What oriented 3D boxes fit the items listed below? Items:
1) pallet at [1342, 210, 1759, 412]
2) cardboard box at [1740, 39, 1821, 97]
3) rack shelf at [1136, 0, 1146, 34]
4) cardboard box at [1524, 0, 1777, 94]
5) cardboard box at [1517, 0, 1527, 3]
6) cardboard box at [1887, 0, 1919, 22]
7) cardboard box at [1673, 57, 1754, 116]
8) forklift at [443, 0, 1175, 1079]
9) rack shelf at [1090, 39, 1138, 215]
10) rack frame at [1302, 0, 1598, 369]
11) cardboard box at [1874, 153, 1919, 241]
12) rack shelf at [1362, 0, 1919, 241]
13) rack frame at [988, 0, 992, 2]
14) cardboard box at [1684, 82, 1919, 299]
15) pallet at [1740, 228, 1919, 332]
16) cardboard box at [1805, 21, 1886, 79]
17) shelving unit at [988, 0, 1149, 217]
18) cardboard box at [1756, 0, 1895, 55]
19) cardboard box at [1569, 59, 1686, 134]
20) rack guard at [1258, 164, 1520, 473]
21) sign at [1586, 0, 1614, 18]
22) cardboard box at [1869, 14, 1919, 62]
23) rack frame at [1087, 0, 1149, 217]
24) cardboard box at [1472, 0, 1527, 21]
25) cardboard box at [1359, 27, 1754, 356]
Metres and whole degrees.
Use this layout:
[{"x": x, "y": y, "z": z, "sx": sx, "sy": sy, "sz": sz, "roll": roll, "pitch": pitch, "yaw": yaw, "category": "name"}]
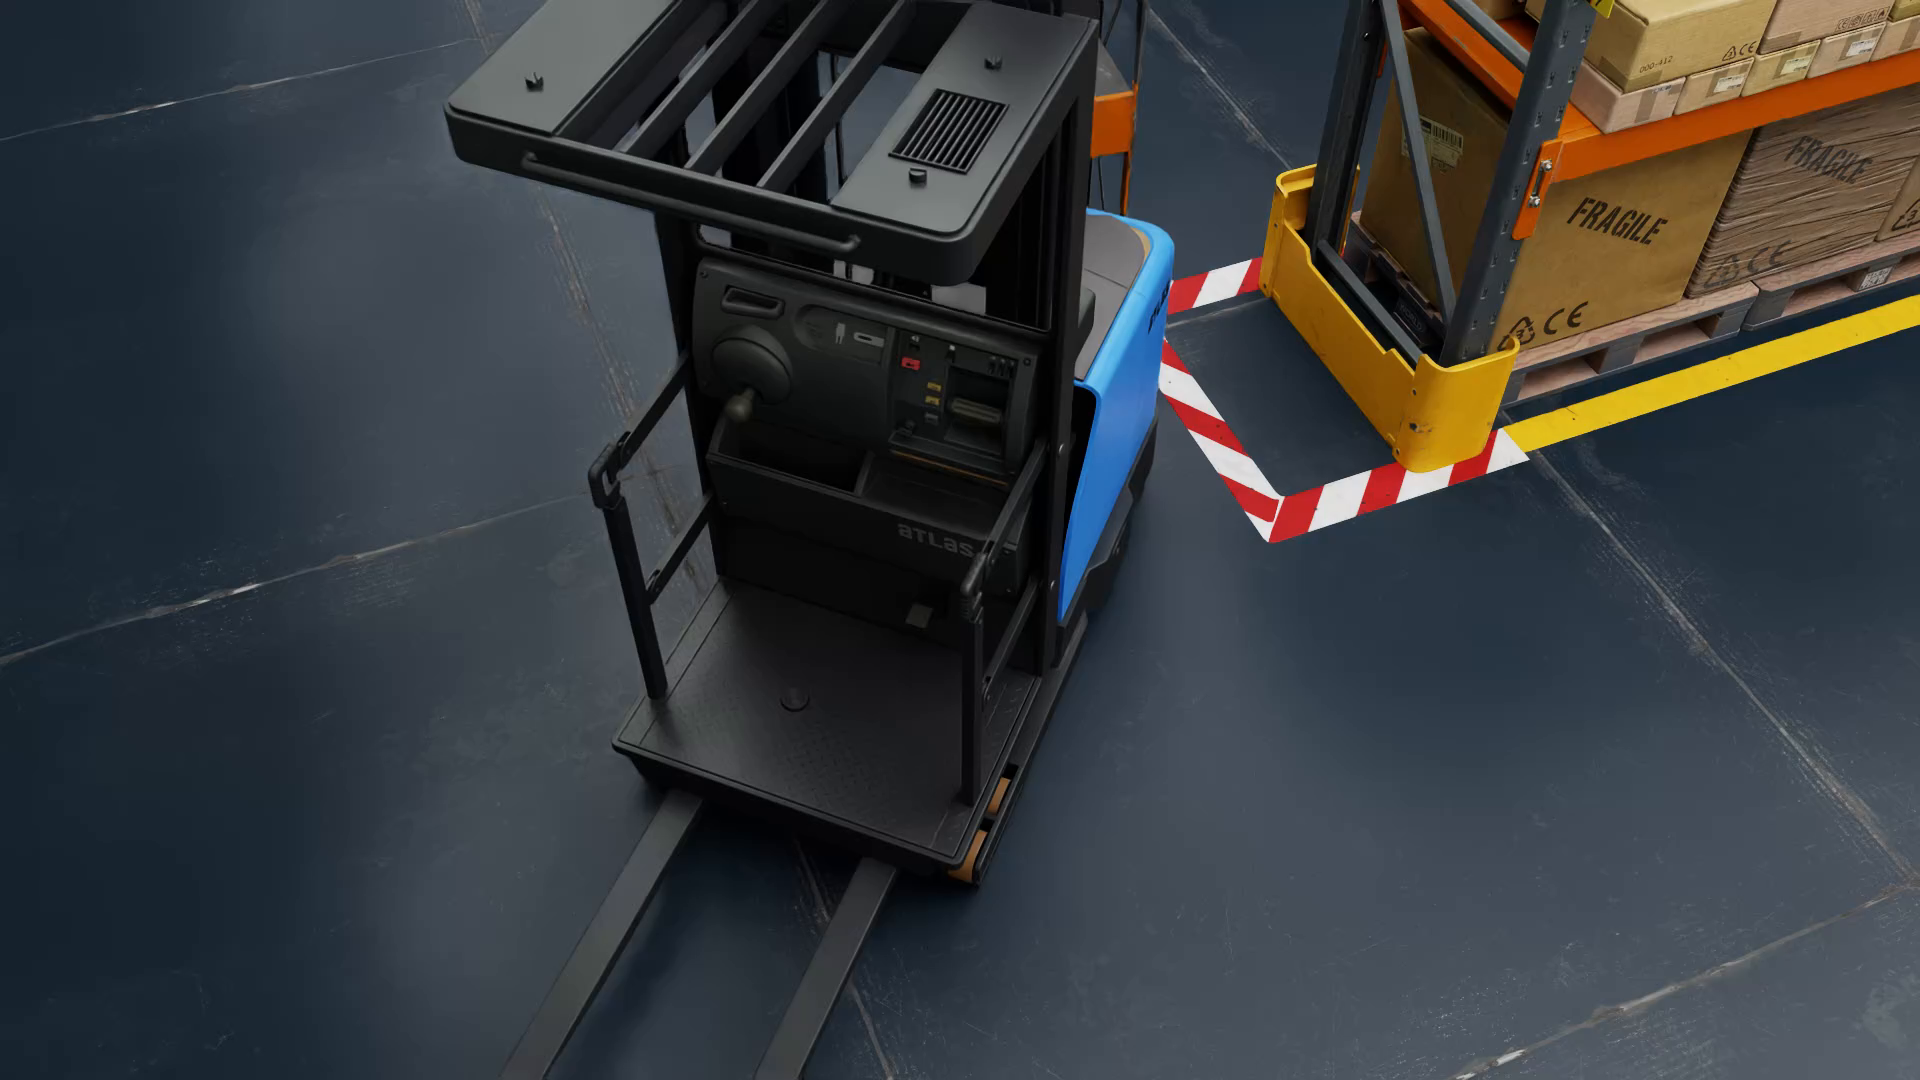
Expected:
[{"x": 2.281, "y": -1.043, "z": 6.507, "sx": 1.213, "sy": 0.211, "sz": 1.003, "roll": -17, "pitch": 52, "yaw": -14, "category": "pallet"}, {"x": 2.497, "y": -1.604, "z": 5.316, "sx": 0.250, "sy": 0.149, "sz": 0.380, "roll": -18, "pitch": 52, "yaw": -15, "category": "cardboard box"}, {"x": 0.278, "y": -1.834, "z": 5.036, "sx": 0.480, "sy": 0.518, "sz": 0.431, "roll": -12, "pitch": 50, "yaw": -10, "category": "rack shelf"}, {"x": 2.116, "y": -1.664, "z": 5.104, "sx": 0.500, "sy": 0.250, "sz": 0.500, "roll": -18, "pitch": 52, "yaw": -15, "category": "cardboard box"}, {"x": 1.918, "y": -2.041, "z": 5.428, "sx": 0.500, "sy": 0.250, "sz": 0.500, "roll": -18, "pitch": 52, "yaw": -15, "category": "cardboard box"}, {"x": 3.062, "y": -1.959, "z": 5.358, "sx": 0.500, "sy": 0.250, "sz": 0.500, "roll": -19, "pitch": 52, "yaw": -15, "category": "cardboard box"}, {"x": 2.260, "y": -1.530, "z": 5.253, "sx": 0.250, "sy": 0.149, "sz": 0.380, "roll": -18, "pitch": 52, "yaw": -15, "category": "cardboard box"}, {"x": -0.331, "y": -0.322, "z": 4.095, "sx": 1.130, "sy": 2.935, "sz": 3.031, "roll": 17, "pitch": 51, "yaw": 14, "category": "forklift"}, {"x": 0.278, "y": -1.378, "z": 5.567, "sx": 0.480, "sy": 0.518, "sz": 0.431, "roll": -12, "pitch": 50, "yaw": -10, "category": "rack shelf"}, {"x": 1.570, "y": -1.668, "z": 5.205, "sx": 0.127, "sy": 3.000, "sz": 1.000, "roll": -17, "pitch": 52, "yaw": -14, "category": "rack frame"}, {"x": 3.799, "y": -1.868, "z": 6.501, "sx": 0.875, "sy": 0.875, "sz": 0.875, "roll": -17, "pitch": 52, "yaw": -14, "category": "cardboard box"}, {"x": 3.421, "y": -2.007, "z": 5.971, "sx": 4.000, "sy": 0.370, "sz": 1.077, "roll": -17, "pitch": 52, "yaw": -14, "category": "rack shelf"}, {"x": 0.044, "y": -1.335, "z": 5.513, "sx": 0.015, "sy": 2.100, "sz": 0.400, "roll": -12, "pitch": 50, "yaw": -10, "category": "rack frame"}, {"x": 2.975, "y": -1.613, "z": 6.282, "sx": 0.875, "sy": 0.875, "sz": 0.875, "roll": -17, "pitch": 52, "yaw": -14, "category": "cardboard box"}, {"x": 3.408, "y": -1.390, "z": 6.805, "sx": 1.213, "sy": 0.211, "sz": 1.003, "roll": -17, "pitch": 52, "yaw": -14, "category": "pallet"}, {"x": 2.738, "y": -1.680, "z": 5.381, "sx": 0.250, "sy": 0.149, "sz": 0.380, "roll": -18, "pitch": 52, "yaw": -15, "category": "cardboard box"}, {"x": 0.278, "y": -1.387, "z": 5.557, "sx": 0.503, "sy": 2.100, "sz": 0.431, "roll": -12, "pitch": 50, "yaw": -10, "category": "shelving unit"}, {"x": 2.595, "y": -1.817, "z": 5.236, "sx": 0.500, "sy": 0.250, "sz": 0.500, "roll": -18, "pitch": 52, "yaw": -15, "category": "cardboard box"}, {"x": 2.023, "y": -1.456, "z": 5.189, "sx": 0.250, "sy": 0.149, "sz": 0.380, "roll": -17, "pitch": 51, "yaw": -14, "category": "cardboard box"}, {"x": 1.548, "y": -0.846, "z": 6.147, "sx": 0.348, "sy": 0.500, "sz": 1.175, "roll": -17, "pitch": 52, "yaw": -14, "category": "rack guard"}, {"x": 1.774, "y": -1.584, "z": 4.510, "sx": 0.005, "sy": 0.325, "sz": 0.100, "roll": -17, "pitch": 52, "yaw": -14, "category": "sign"}, {"x": 2.974, "y": -1.752, "z": 5.443, "sx": 0.250, "sy": 0.149, "sz": 0.380, "roll": -18, "pitch": 52, "yaw": -15, "category": "cardboard box"}, {"x": 0.513, "y": -1.438, "z": 5.601, "sx": 0.015, "sy": 2.100, "sz": 0.400, "roll": -12, "pitch": 50, "yaw": -10, "category": "rack frame"}, {"x": 1.775, "y": -1.919, "z": 5.587, "sx": 0.250, "sy": 0.149, "sz": 0.380, "roll": -16, "pitch": 51, "yaw": -14, "category": "cardboard box"}, {"x": 2.132, "y": -1.352, "z": 6.058, "sx": 0.875, "sy": 0.875, "sz": 0.875, "roll": -17, "pitch": 52, "yaw": -14, "category": "cardboard box"}]
